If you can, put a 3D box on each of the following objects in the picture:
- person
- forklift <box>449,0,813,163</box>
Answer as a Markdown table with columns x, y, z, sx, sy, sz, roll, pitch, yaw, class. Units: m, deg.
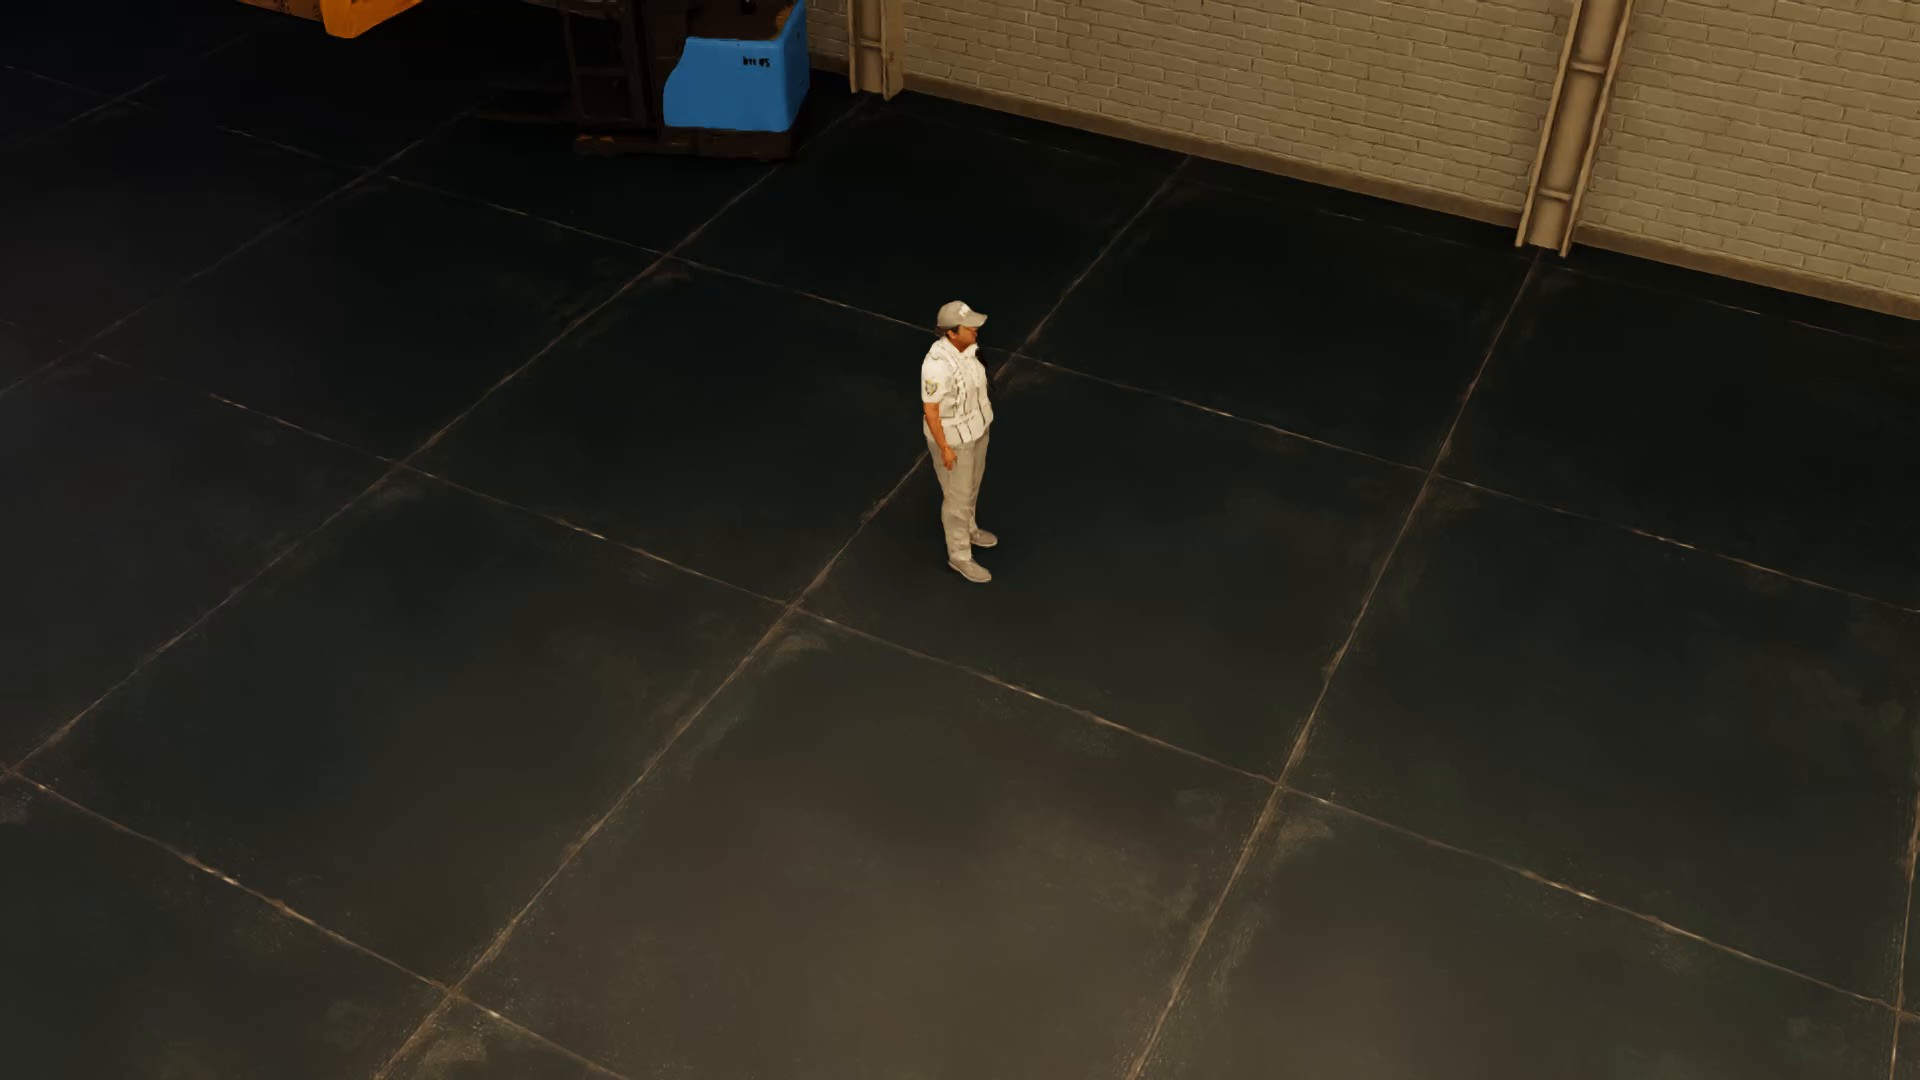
| x | y | z | sx | sy | sz | roll | pitch | yaw | class |
| --- | --- | --- | --- | --- | --- | --- | --- | --- | --- |
| 0.058 | -0.607 | 9.678 | 0.529 | 1.669 | 0.598 | 18 | 43 | 21 | person |
| -2.850 | -4.714 | 13.583 | 3.031 | 2.935 | 1.130 | 5 | 40 | 6 | forklift |
